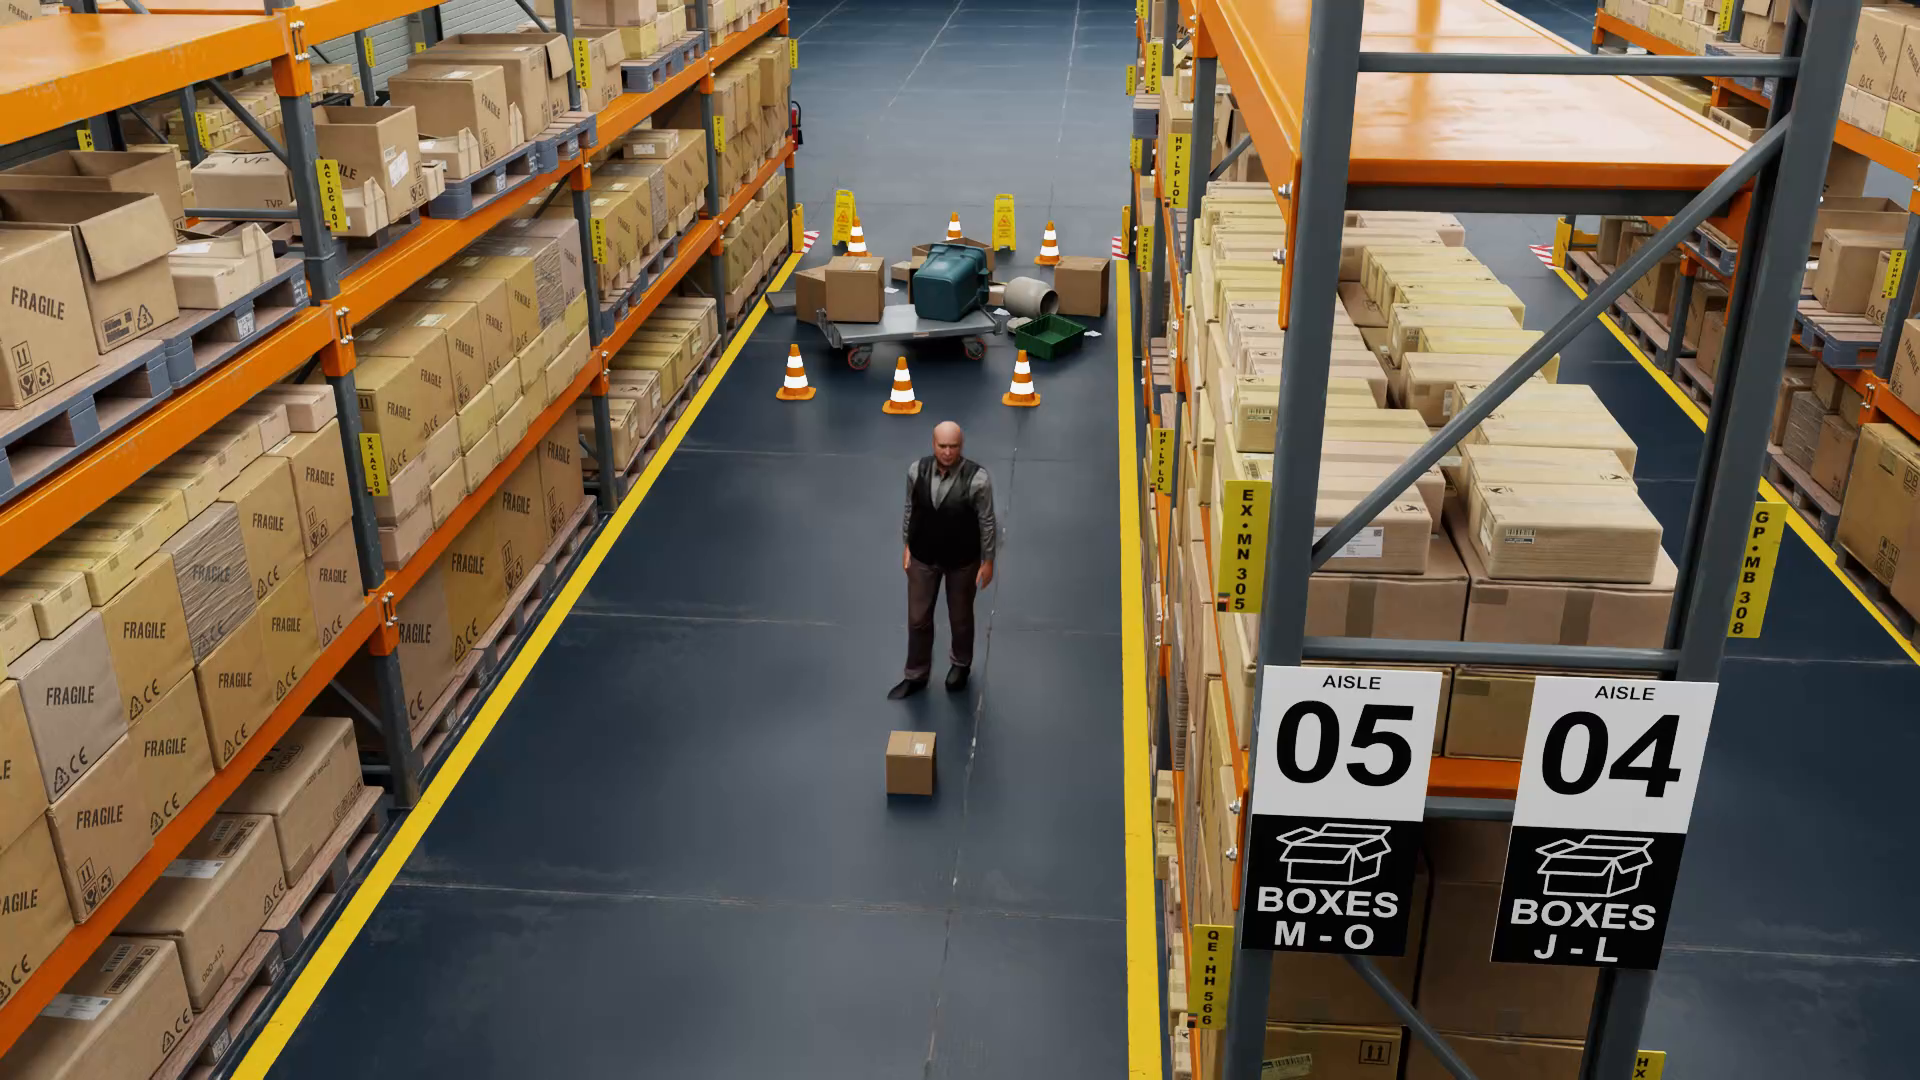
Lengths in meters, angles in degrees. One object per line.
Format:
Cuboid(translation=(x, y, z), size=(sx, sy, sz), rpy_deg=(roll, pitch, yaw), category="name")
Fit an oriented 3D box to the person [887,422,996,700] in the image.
Cuboid(translation=(-0.087, 0.128, 9.788), size=(0.622, 1.769, 0.499), rpy_deg=(7, 25, 16), category="person")
